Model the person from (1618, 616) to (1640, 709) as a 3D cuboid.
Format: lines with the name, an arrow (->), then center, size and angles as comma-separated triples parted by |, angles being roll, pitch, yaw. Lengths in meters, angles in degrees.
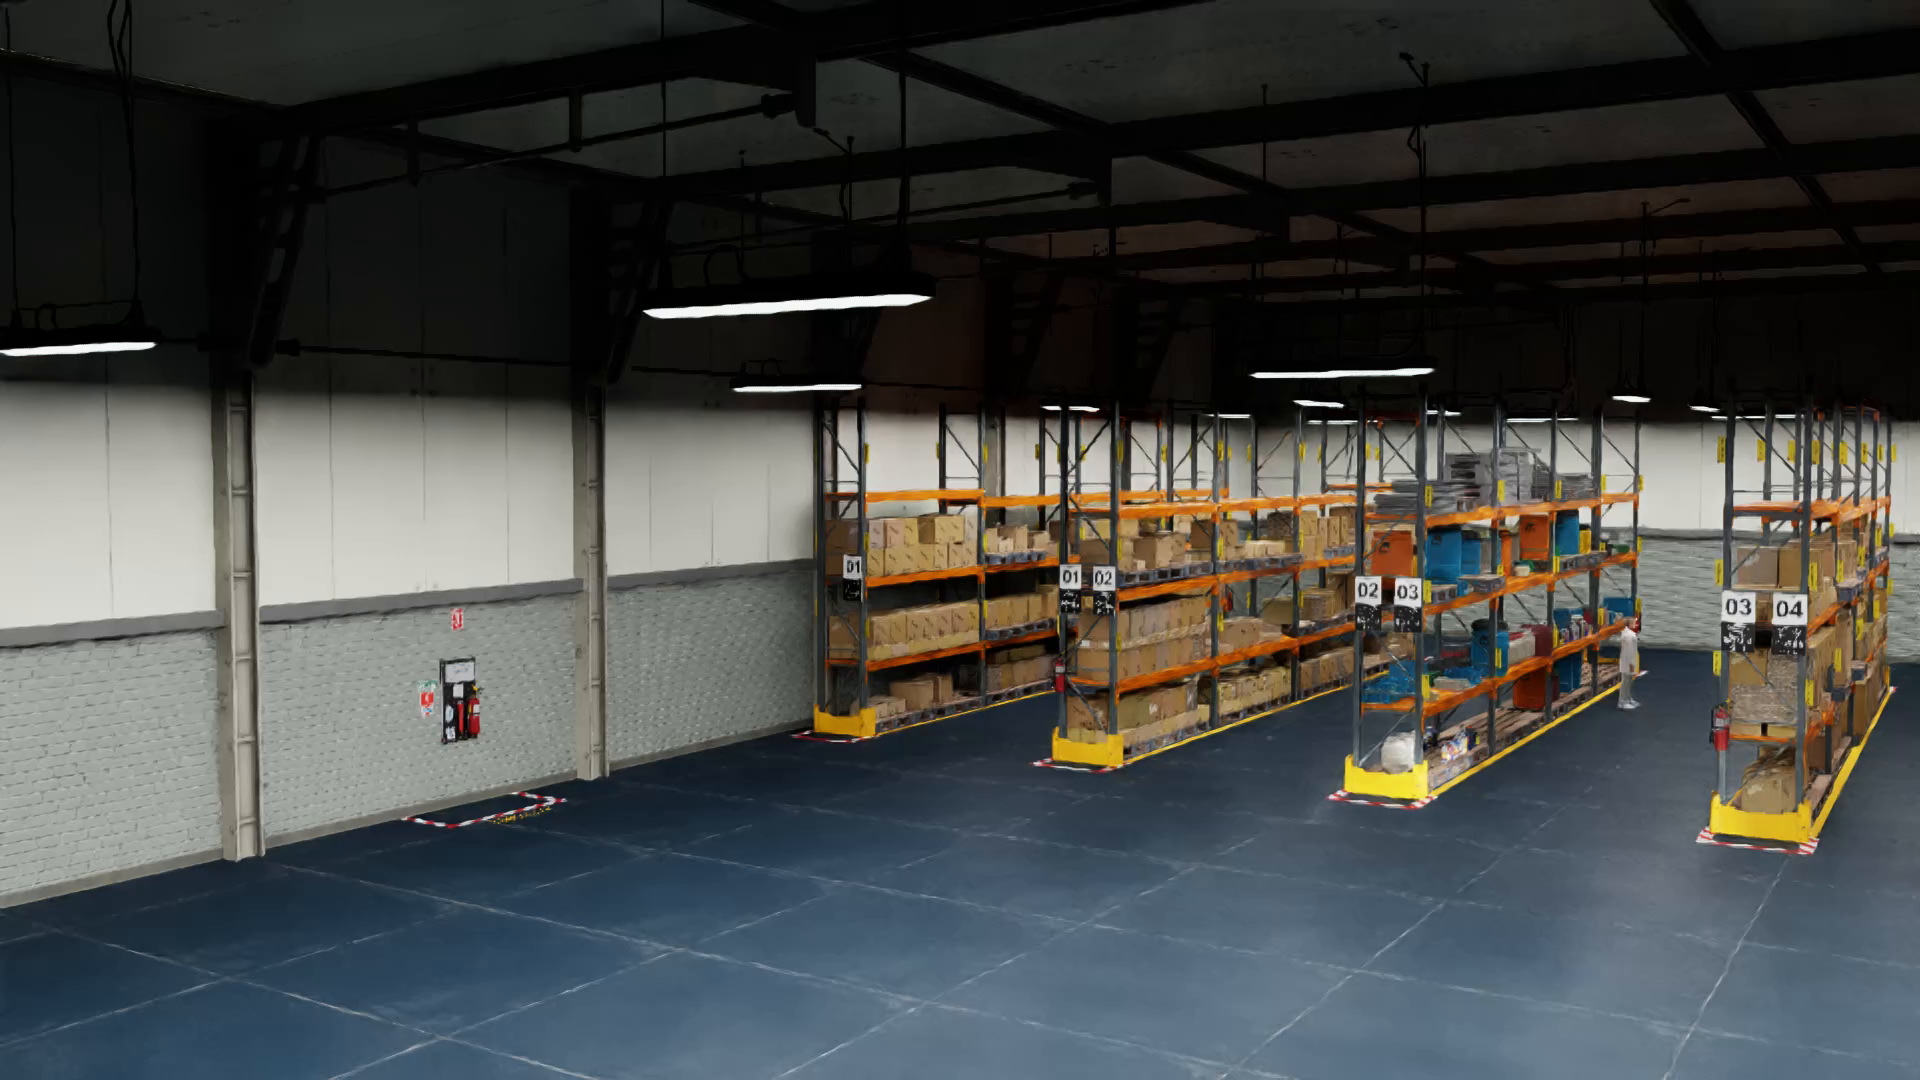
person -> 13.099, 2.382, 32.505 | 0.445, 1.783, 0.672 | 1, 3, 15
